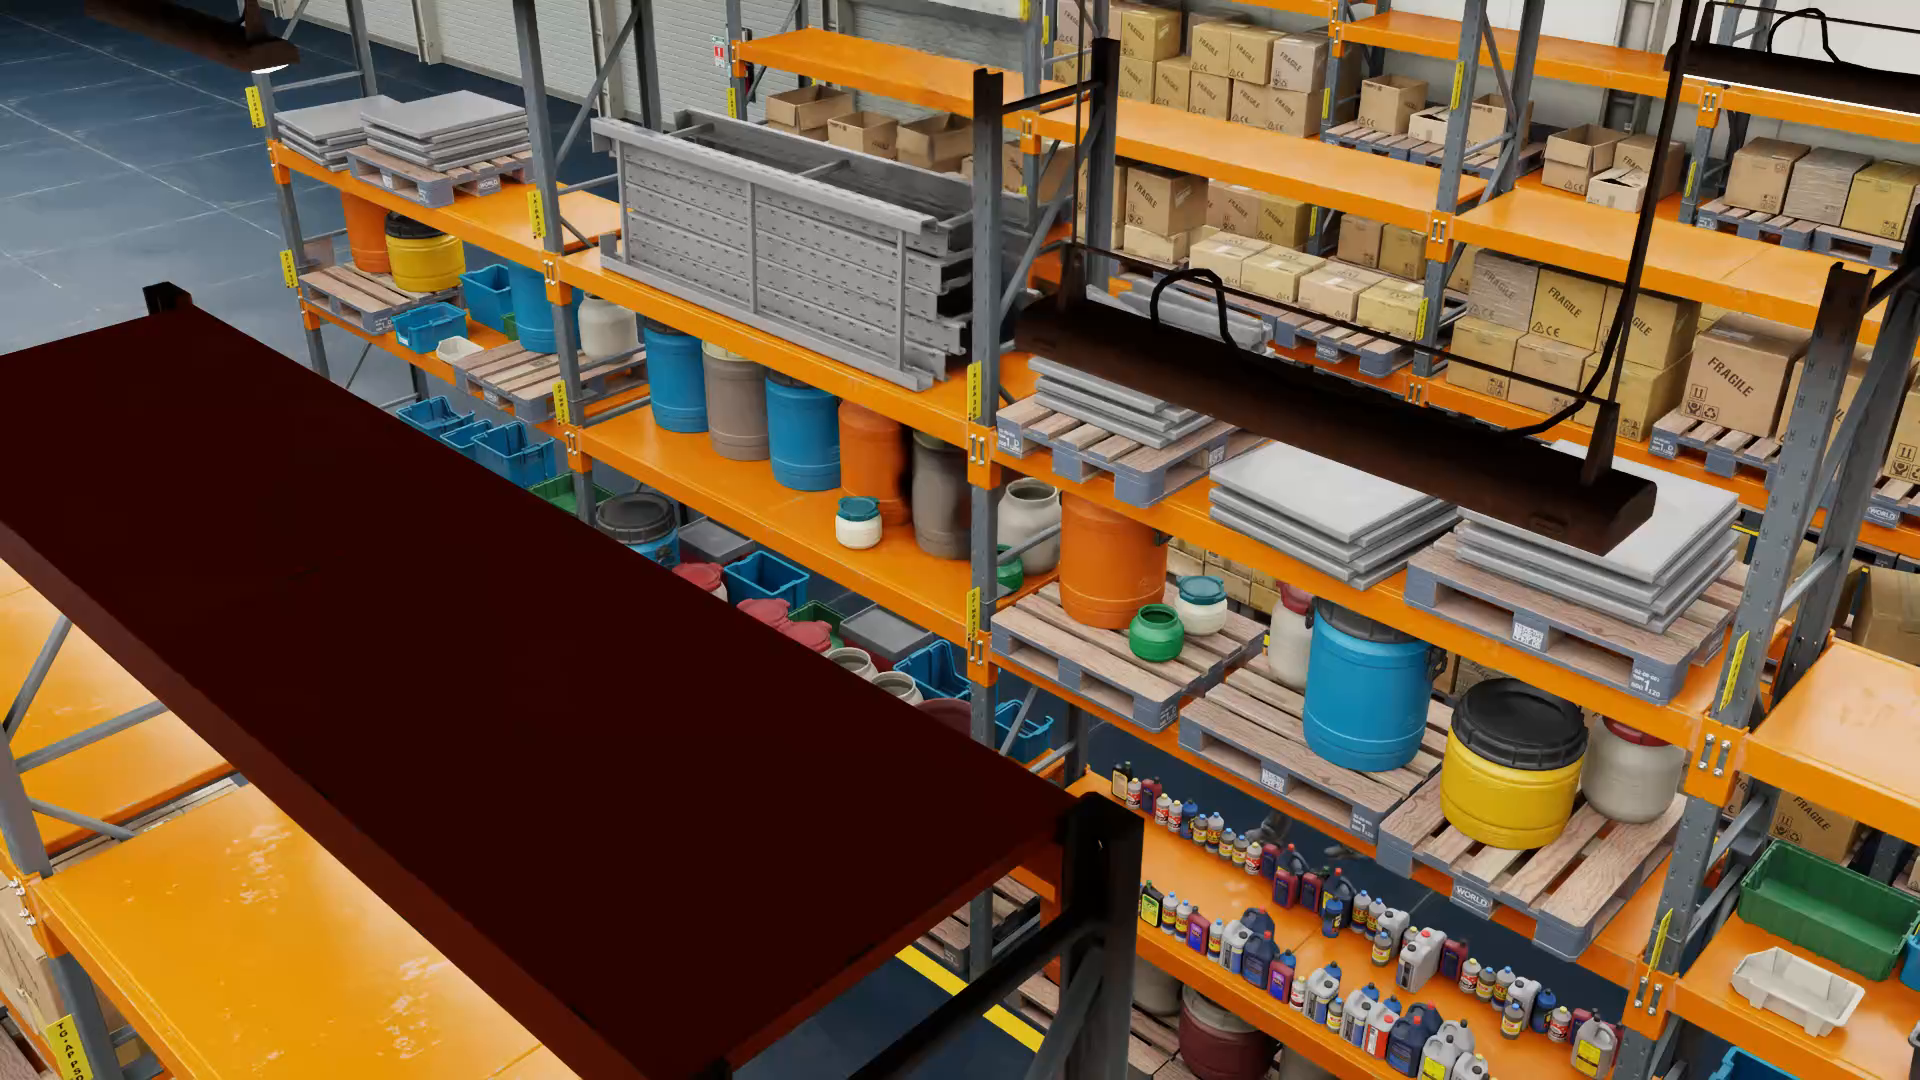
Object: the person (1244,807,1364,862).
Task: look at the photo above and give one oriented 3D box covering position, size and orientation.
[{"bbox_3d":[2.424,1.419,11.317,0.845,1.820,0.610,25,38,37],"label":"person"}]
